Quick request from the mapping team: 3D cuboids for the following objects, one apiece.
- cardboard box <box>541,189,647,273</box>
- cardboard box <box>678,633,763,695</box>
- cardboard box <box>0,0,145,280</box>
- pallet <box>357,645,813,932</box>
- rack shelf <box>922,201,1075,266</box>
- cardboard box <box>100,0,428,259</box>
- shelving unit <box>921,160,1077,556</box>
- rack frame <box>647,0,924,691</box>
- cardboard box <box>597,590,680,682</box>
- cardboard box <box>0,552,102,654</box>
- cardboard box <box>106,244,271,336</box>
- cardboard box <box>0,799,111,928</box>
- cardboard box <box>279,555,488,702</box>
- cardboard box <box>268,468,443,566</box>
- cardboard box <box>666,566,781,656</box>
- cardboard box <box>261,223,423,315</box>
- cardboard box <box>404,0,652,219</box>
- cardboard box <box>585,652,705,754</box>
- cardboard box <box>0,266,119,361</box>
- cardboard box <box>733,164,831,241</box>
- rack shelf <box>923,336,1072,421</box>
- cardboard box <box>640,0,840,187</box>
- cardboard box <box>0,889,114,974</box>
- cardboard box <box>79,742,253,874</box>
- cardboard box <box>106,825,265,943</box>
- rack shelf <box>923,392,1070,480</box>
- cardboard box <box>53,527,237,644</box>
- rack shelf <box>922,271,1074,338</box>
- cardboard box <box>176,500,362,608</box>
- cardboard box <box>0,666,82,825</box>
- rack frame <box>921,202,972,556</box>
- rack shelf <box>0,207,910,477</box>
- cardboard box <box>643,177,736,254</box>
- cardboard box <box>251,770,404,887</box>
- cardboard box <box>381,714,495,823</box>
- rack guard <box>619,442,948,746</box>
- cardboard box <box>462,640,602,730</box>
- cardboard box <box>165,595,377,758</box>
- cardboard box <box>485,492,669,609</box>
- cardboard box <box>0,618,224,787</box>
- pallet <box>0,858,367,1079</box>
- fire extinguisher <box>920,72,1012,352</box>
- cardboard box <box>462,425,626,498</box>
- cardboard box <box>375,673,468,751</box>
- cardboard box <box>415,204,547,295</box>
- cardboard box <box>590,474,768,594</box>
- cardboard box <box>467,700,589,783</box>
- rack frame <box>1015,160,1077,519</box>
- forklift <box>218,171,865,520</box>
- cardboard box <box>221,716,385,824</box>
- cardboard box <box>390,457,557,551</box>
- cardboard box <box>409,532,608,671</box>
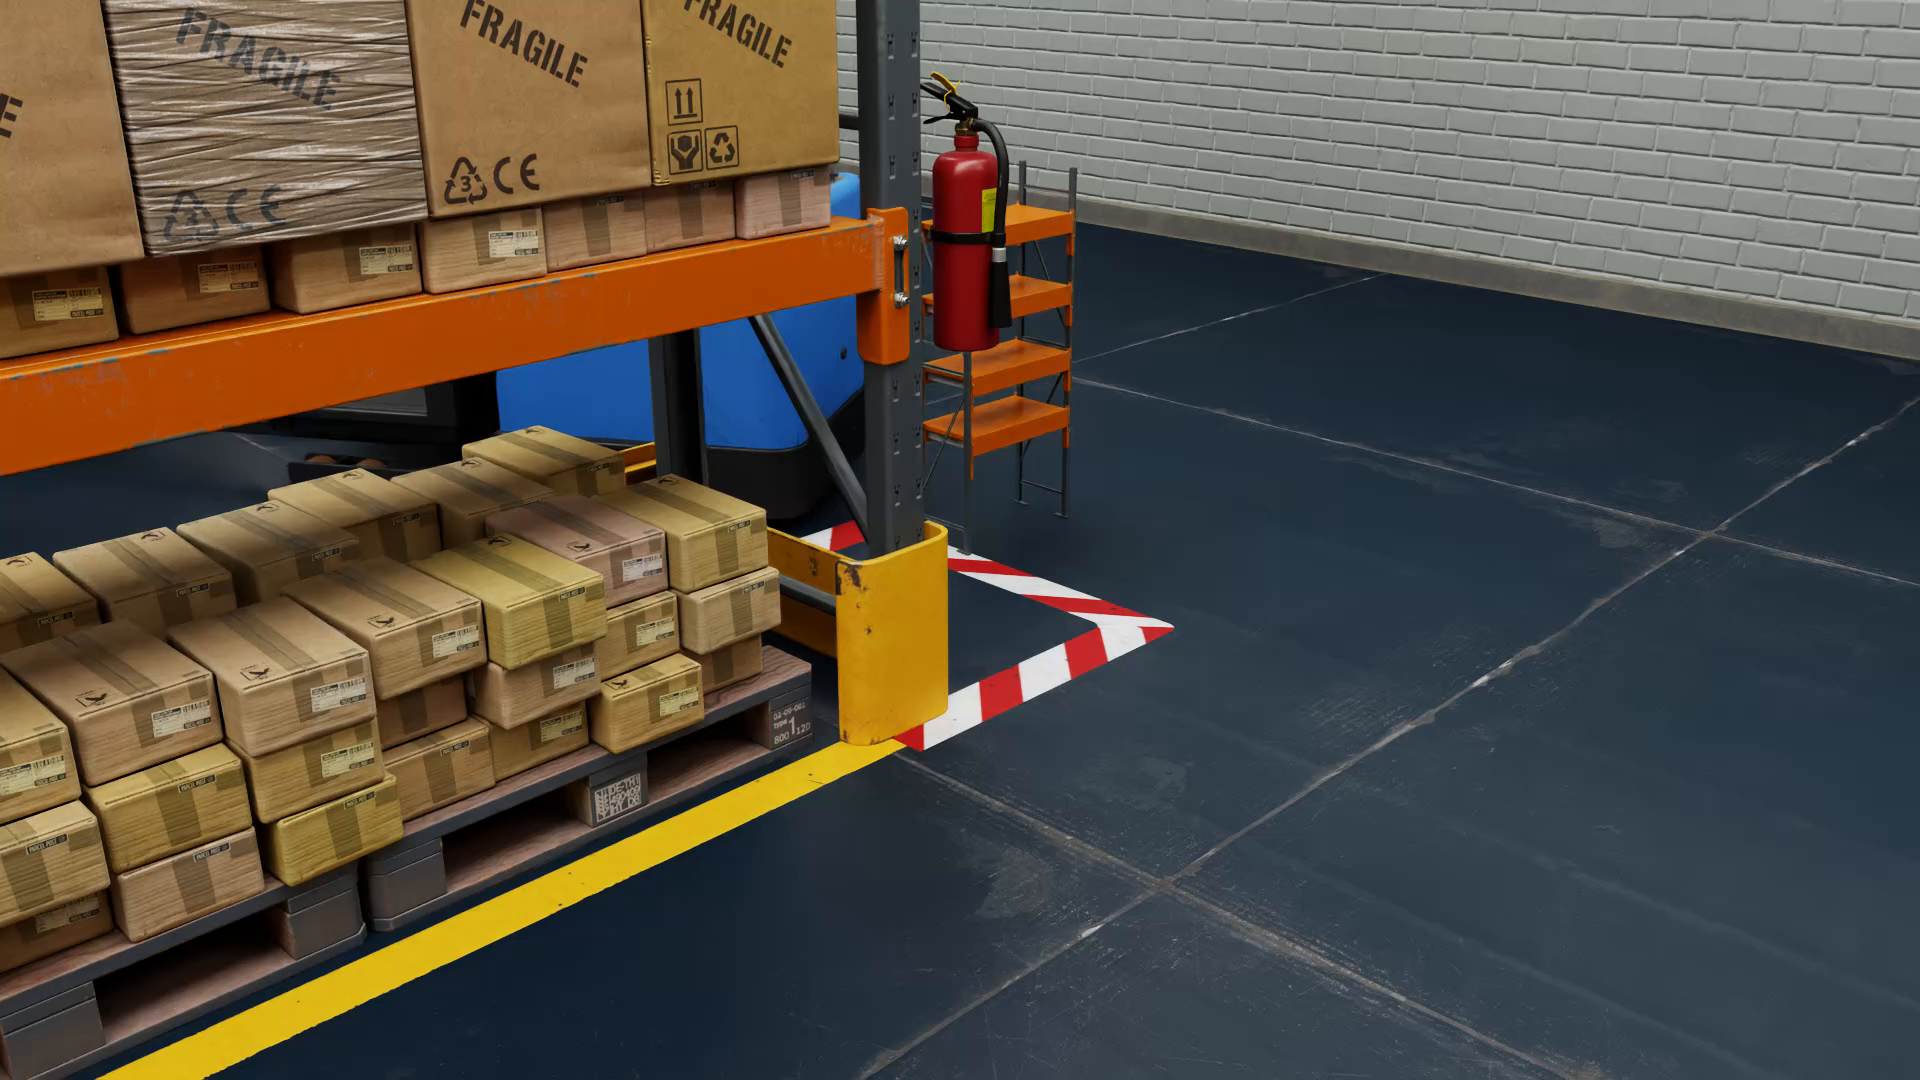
[{"bbox_3d":[-0.880,-0.683,3.521,0.380,0.149,0.250,19,28,40],"label":"cardboard box"},{"bbox_3d":[-0.708,0.244,4.146,0.250,0.149,0.380,-20,28,-41],"label":"cardboard box"},{"bbox_3d":[-1.684,-0.694,2.645,0.500,0.500,0.500,-18,28,-39],"label":"cardboard box"},{"bbox_3d":[-1.135,0.443,4.127,1.003,0.211,1.213,19,28,41],"label":"pallet"},{"bbox_3d":[0.116,-0.969,5.329,0.258,0.148,0.480,19,28,41],"label":"rack shelf"},{"bbox_3d":[-1.329,-0.820,2.972,0.500,0.500,0.500,19,28,41],"label":"cardboard box"},{"bbox_3d":[0.116,-0.603,5.470,0.258,1.200,0.503,19,28,41],"label":"shelving unit"},{"bbox_3d":[-0.490,-1.078,4.198,1.000,3.000,0.127,19,28,41],"label":"rack frame"},{"bbox_3d":[-0.875,0.179,3.902,0.380,0.149,0.250,18,28,39],"label":"cardboard box"},{"bbox_3d":[-2.003,0.172,3.505,0.250,0.149,0.380,-20,28,-41],"label":"cardboard box"},{"bbox_3d":[-1.477,-0.497,3.037,0.380,0.149,0.250,18,27,38],"label":"cardboard box"},{"bbox_3d":[-1.731,0.535,2.977,0.380,0.149,0.250,20,28,41],"label":"cardboard box"},{"bbox_3d":[-1.210,0.178,3.490,0.380,0.149,0.250,18,27,39],"label":"cardboard box"},{"bbox_3d":[-1.473,-0.037,4.050,0.380,0.149,0.250,19,28,40],"label":"cardboard box"},{"bbox_3d":[-0.654,0.125,4.042,0.380,0.149,0.250,18,28,39],"label":"cardboard box"},{"bbox_3d":[-1.246,-0.551,3.178,0.380,0.149,0.250,18,27,38],"label":"cardboard box"},{"bbox_3d":[-0.982,-0.952,3.317,0.500,0.500,0.500,19,28,40],"label":"cardboard box"},{"bbox_3d":[-0.815,0.336,3.908,0.250,0.149,0.380,-19,28,-40],"label":"cardboard box"},{"bbox_3d":[-1.650,-0.425,2.848,0.250,0.149,0.380,-20,28,-41],"label":"cardboard box"},{"bbox_3d":[-0.515,-0.806,3.841,0.380,0.149,0.250,19,28,41],"label":"cardboard box"},{"bbox_3d":[0.116,-0.540,5.494,0.258,0.148,0.480,19,28,41],"label":"rack shelf"},{"bbox_3d":[-0.619,-1.083,3.658,0.500,0.500,0.500,-19,28,-41],"label":"cardboard box"},{"bbox_3d":[-1.792,0.642,3.113,0.250,0.149,0.380,-19,28,-41],"label":"cardboard box"},{"bbox_3d":[-1.559,0.457,3.179,0.250,0.149,0.380,-18,28,-39],"label":"cardboard box"},{"bbox_3d":[-1.562,0.595,3.233,0.250,0.149,0.380,-20,28,-41],"label":"cardboard box"},{"bbox_3d":[0.116,-0.355,5.565,0.258,0.148,0.480,19,28,41],"label":"rack shelf"},{"bbox_3d":[-1.787,0.116,3.651,0.250,0.149,0.380,-19,28,-40],"label":"cardboard box"},{"bbox_3d":[0.116,-0.749,5.414,0.258,0.148,0.480,19,28,41],"label":"rack shelf"},{"bbox_3d":[-1.586,0.047,3.830,0.380,0.149,0.250,18,27,38],"label":"cardboard box"},{"bbox_3d":[-1.783,0.375,2.976,0.380,0.149,0.250,19,28,41],"label":"cardboard box"},{"bbox_3d":[-0.055,-0.540,5.307,0.240,1.200,0.015,19,28,41],"label":"rack frame"},{"bbox_3d":[-1.885,-0.228,2.989,1.077,0.370,4.000,19,28,41],"label":"rack shelf"},{"bbox_3d":[-0.715,-0.751,3.699,0.380,0.149,0.250,19,28,41],"label":"cardboard box"},{"bbox_3d":[-1.357,0.530,3.402,0.380,0.149,0.250,18,27,38],"label":"cardboard box"},{"bbox_3d":[-1.224,0.449,3.614,0.380,0.149,0.250,20,28,41],"label":"cardboard box"},{"bbox_3d":[-0.543,0.109,4.595,1.175,0.500,0.348,19,28,41],"label":"rack guard"},{"bbox_3d":[-1.015,0.259,3.693,0.380,0.149,0.250,18,27,39],"label":"cardboard box"},{"bbox_3d":[-1.357,0.261,3.274,0.250,0.149,0.380,-19,28,-40],"label":"cardboard box"},{"bbox_3d":[-0.894,0.029,3.877,0.250,0.149,0.380,-20,28,-41],"label":"cardboard box"},{"bbox_3d":[-1.621,0.301,3.170,0.380,0.149,0.250,18,27,39],"label":"cardboard box"},{"bbox_3d":[-1.986,0.755,3.315,1.003,0.211,1.213,19,28,41],"label":"pallet"},{"bbox_3d":[0.016,-0.817,4.146,0.296,0.674,0.183,19,28,41],"label":"fire extinguisher"},{"bbox_3d":[-1.099,-0.171,4.398,0.380,0.149,0.250,18,27,38],"label":"cardboard box"},{"bbox_3d":[-1.276,0.303,3.580,0.380,0.149,0.250,19,28,40],"label":"cardboard box"},{"bbox_3d":[-1.041,-0.612,3.335,0.250,0.149,0.380,-19,28,-41],"label":"cardboard box"},{"bbox_3d":[-0.678,-0.021,4.008,0.380,0.149,0.250,20,28,41],"label":"cardboard box"},{"bbox_3d":[-1.061,0.382,3.787,0.380,0.149,0.250,19,28,40],"label":"cardboard box"},{"bbox_3d":[0.286,-0.665,5.633,0.240,1.200,0.015,19,28,41],"label":"rack frame"},{"bbox_3d":[-1.897,-1.663,5.816,3.031,2.935,1.130,5,22,12],"label":"forklift"},{"bbox_3d":[-1.367,0.396,3.338,0.250,0.149,0.380,-20,28,-41],"label":"cardboard box"},{"bbox_3d":[-1.205,-0.070,4.135,0.250,0.149,0.380,-20,28,-41],"label":"cardboard box"},{"bbox_3d":[-0.984,0.127,3.621,0.380,0.149,0.250,18,28,39],"label":"cardboard box"}]
